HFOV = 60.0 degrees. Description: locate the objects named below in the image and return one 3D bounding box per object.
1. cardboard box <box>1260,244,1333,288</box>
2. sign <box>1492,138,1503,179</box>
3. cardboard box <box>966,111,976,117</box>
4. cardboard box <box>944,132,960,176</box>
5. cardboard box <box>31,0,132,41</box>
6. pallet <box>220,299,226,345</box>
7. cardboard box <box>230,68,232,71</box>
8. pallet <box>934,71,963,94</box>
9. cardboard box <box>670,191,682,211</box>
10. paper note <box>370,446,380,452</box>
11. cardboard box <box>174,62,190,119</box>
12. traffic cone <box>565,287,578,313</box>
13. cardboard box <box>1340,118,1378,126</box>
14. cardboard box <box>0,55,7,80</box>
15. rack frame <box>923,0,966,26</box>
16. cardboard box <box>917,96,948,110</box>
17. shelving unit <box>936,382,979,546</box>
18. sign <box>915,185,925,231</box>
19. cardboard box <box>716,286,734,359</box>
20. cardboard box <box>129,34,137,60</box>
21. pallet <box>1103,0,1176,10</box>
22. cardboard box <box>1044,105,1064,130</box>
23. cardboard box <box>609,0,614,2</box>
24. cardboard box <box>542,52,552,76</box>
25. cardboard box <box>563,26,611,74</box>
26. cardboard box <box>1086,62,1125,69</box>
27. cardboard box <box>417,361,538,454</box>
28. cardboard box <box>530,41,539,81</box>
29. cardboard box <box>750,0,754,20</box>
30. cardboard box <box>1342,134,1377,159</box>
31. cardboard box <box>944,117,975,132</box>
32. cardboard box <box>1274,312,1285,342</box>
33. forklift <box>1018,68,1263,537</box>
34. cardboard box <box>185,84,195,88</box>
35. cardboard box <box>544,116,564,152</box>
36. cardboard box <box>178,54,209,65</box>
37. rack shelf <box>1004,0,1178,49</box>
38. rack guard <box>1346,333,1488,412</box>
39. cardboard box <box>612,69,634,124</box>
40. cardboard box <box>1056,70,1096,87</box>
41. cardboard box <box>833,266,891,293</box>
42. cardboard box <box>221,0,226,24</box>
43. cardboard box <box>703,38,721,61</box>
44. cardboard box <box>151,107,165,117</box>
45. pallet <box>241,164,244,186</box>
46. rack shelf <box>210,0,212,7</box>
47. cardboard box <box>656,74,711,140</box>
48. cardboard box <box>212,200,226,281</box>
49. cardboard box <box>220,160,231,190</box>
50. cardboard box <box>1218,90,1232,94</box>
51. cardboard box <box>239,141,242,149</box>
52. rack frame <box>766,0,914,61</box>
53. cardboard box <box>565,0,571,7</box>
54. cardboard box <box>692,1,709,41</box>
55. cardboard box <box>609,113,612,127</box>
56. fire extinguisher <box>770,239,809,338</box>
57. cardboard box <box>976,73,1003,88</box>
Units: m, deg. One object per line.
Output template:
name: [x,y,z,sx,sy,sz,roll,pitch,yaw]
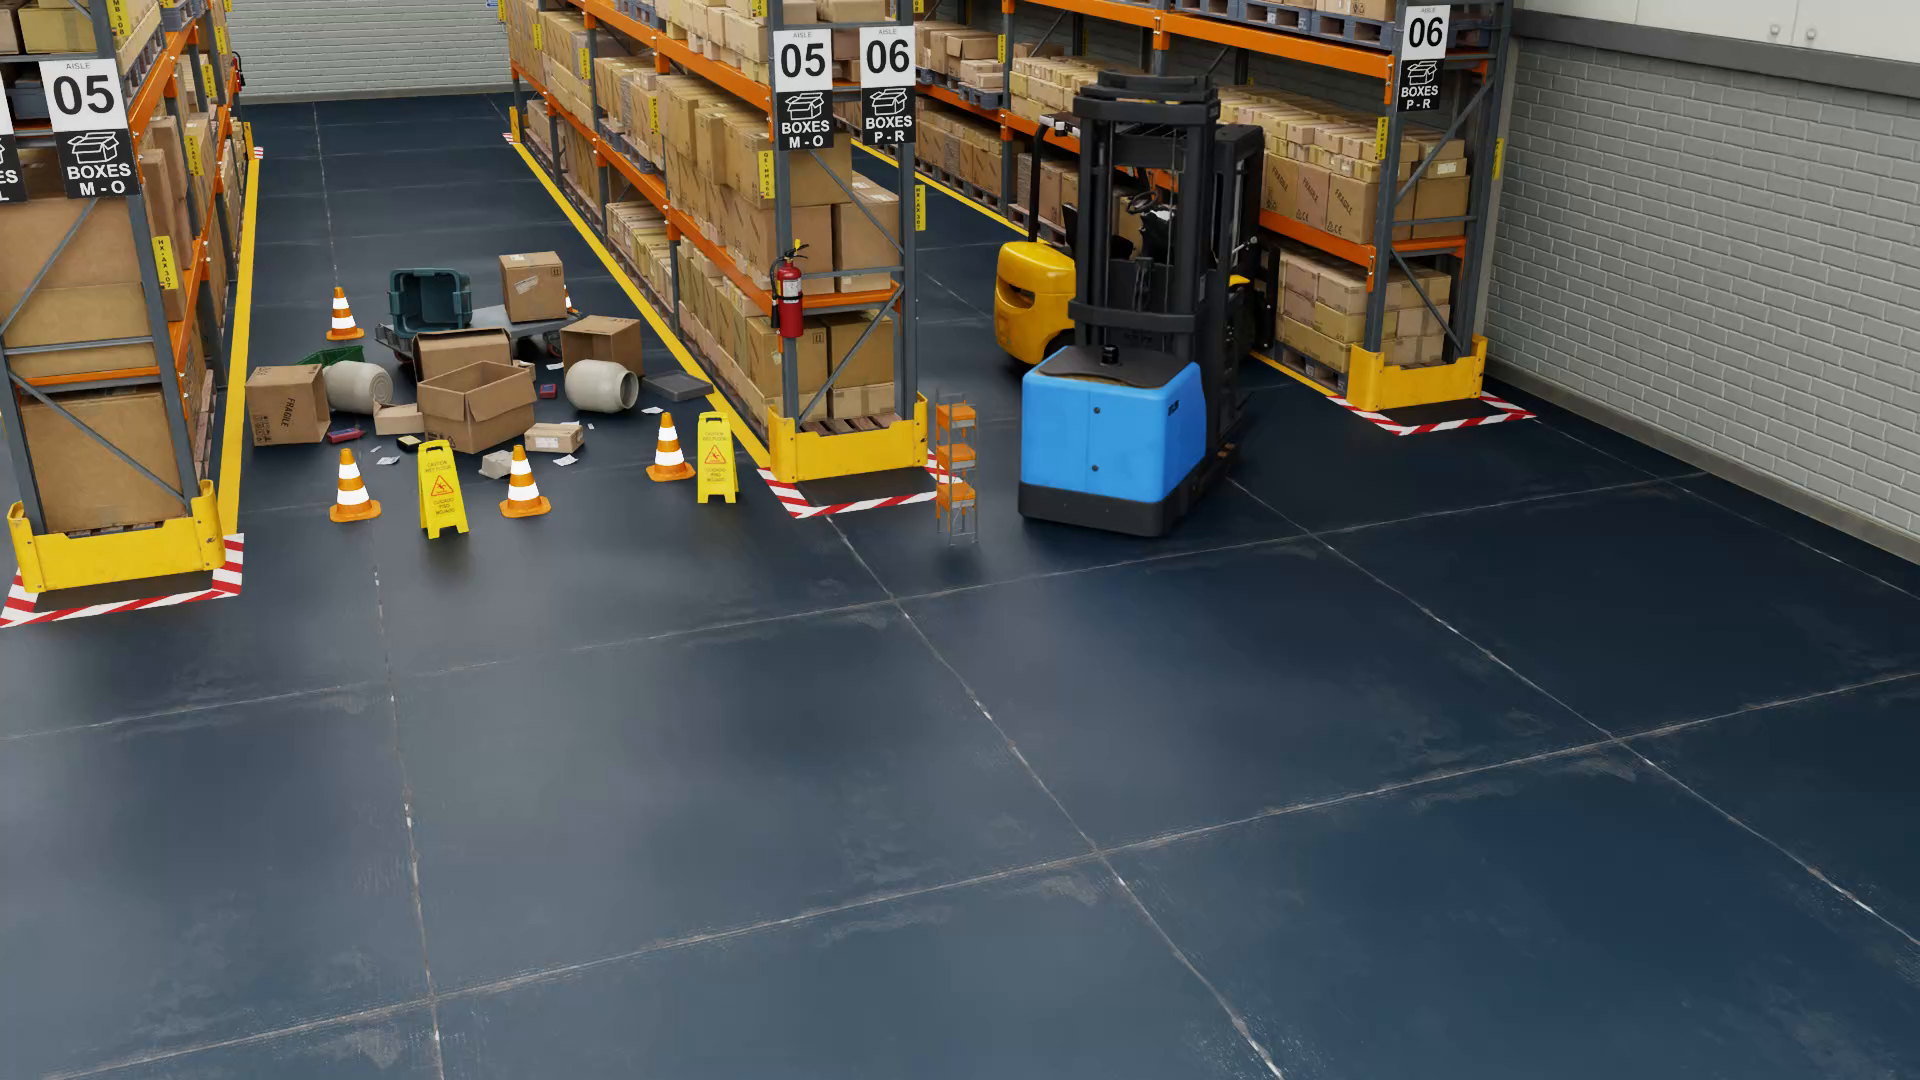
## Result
cardboard box: [3.009,-2.468,14.956,0.500,0.250,0.500,-8,24,-18]
sign: [4.358,-3.099,13.525,0.100,0.325,0.005,-8,24,-19]
cardboard box: [0.304,-5.925,23.288,0.380,0.149,0.250,-10,25,-22]
cardboard box: [0.105,-5.222,22.455,0.500,0.500,0.500,-9,25,-21]
cardboard box: [-5.512,-3.276,10.440,0.500,0.250,0.500,-9,24,-20]
pallet: [-7.592,-2.074,15.899,1.003,0.211,1.213,-8,24,-19]
cardboard box: [-10.673,-6.810,23.868,0.380,0.149,0.250,-8,24,-19]
pallet: [0.319,-6.114,22.142,1.003,0.211,1.213,-8,24,-19]
cardboard box: [-2.407,-3.087,15.035,0.380,0.149,0.250,-8,24,-19]
paper note: [-4.535,-0.705,12.910,0.032,0.001,0.123,4,23,9]
cardboard box: [-8.078,-4.441,16.508,0.700,0.500,0.500,-8,24,-19]
traffic cone: [-3.966,-2.450,16.468,0.336,0.463,0.334,-8,24,-19]
cardboard box: [3.561,-3.601,14.585,0.380,0.149,0.250,-8,24,-17]
cardboard box: [-5.835,-2.772,9.757,0.380,0.149,0.250,-8,24,-19]
rack frame: [-0.402,-6.950,23.878,1.000,3.000,0.127,-8,24,-19]
cardboard box: [-0.388,-6.173,23.493,0.380,0.149,0.250,-10,25,-22]
shelving unit: [-0.019,-0.503,11.092,0.215,1.050,0.252,-8,24,-19]
sign: [-0.298,-2.381,11.922,0.100,0.325,0.005,-8,24,-19]
cardboard box: [-1.692,-1.808,13.712,0.500,0.500,0.500,-9,24,-20]
cardboard box: [-5.491,-3.142,10.634,0.380,0.149,0.250,-8,24,-19]
pallet: [2.100,-5.656,17.192,0.805,0.209,1.217,-9,25,-21]
cardboard box: [1.300,-4.863,19.119,0.500,0.250,0.500,-9,25,-21]
cardboard box: [-3.306,-5.897,17.388,0.700,0.500,0.500,-8,24,-19]
cardboard box: [-5.153,-6.230,21.719,0.500,0.250,0.500,-9,24,-21]
cardboard box: [-4.417,-5.840,19.827,0.500,0.500,0.500,-8,24,-19]
cardboard box: [1.698,-5.489,19.448,0.380,0.149,0.250,-9,24,-20]
cardboard box: [-3.794,-1.048,13.088,0.637,0.503,0.797,12,26,27]
cardboard box: [-5.635,-6.633,22.997,0.500,0.500,0.500,-9,24,-20]
cardboard box: [-1.256,-3.723,11.655,0.380,0.149,0.250,-8,24,-18]
cardboard box: [3.397,-3.259,13.772,0.380,0.149,0.250,-8,24,-19]
cardboard box: [-0.005,-5.658,22.654,0.380,0.149,0.250,-7,24,-17]
cardboard box: [3.040,-2.009,15.153,0.500,0.250,0.500,-8,24,-18]
forklift: [1.475,-1.911,12.009,1.130,2.935,3.031,10,25,23]
cardboard box: [-8.306,-4.742,17.656,0.380,0.149,0.250,-9,24,-20]
cardboard box: [-5.483,-5.849,24.022,0.875,0.438,0.875,-9,25,-21]
cardboard box: [-9.315,-5.785,20.129,0.380,0.149,0.250,-7,24,-17]
rack shelf: [1.717,-5.821,18.262,1.077,0.370,4.000,-8,24,-19]
rack guard: [3.845,-1.429,13.997,1.175,0.500,0.348,-8,24,-19]
cardboard box: [-3.305,-4.615,17.286,0.500,0.500,0.500,-8,24,-18]
cardboard box: [1.314,-5.218,18.804,0.380,0.149,0.250,-8,24,-18]
cardboard box: [-0.732,-1.944,12.323,0.380,0.149,0.250,-8,24,-19]
cardboard box: [-10.659,-7.517,23.423,0.500,0.500,0.500,-9,24,-20]
cardboard box: [-1.778,-3.817,12.906,0.380,0.149,0.250,-9,24,-20]
cardboard box: [-6.716,-3.073,13.095,0.875,0.550,0.550,-8,24,-19]
pallet: [-10.345,-4.950,22.723,1.003,0.211,1.213,-8,24,-19]
rack shelf: [-10.346,-7.329,21.841,1.077,0.370,4.000,-8,24,-19]
cardboard box: [-2.266,-3.815,14.641,0.700,0.500,0.500,-9,24,-20]
cardboard box: [-8.096,-3.022,16.913,1.050,0.750,0.750,-9,24,-20]
cardboard box: [-8.586,-4.135,18.911,0.500,0.250,0.500,-8,24,-19]
cardboard box: [2.452,-4.289,16.216,0.380,0.149,0.250,-8,24,-18]
cardboard box: [-10.219,-5.494,23.171,0.380,0.149,0.250,-8,24,-18]
rack frame: [-0.806,-4.672,10.748,1.000,3.000,0.127,-8,24,-19]
cardboard box: [-5.443,-7.252,22.343,0.380,0.149,0.250,-8,24,-18]
cardboard box: [-1.783,-4.061,12.970,0.500,0.250,0.500,-8,24,-18]
cardboard box: [-3.569,-4.535,17.931,0.380,0.149,0.250,-10,25,-22]
fire extinguisher: [-1.196,-1.767,11.680,0.296,0.674,0.183,-8,24,-19]
cardboard box: [0.420,-5.760,20.838,0.380,0.149,0.250,-8,24,-18]
